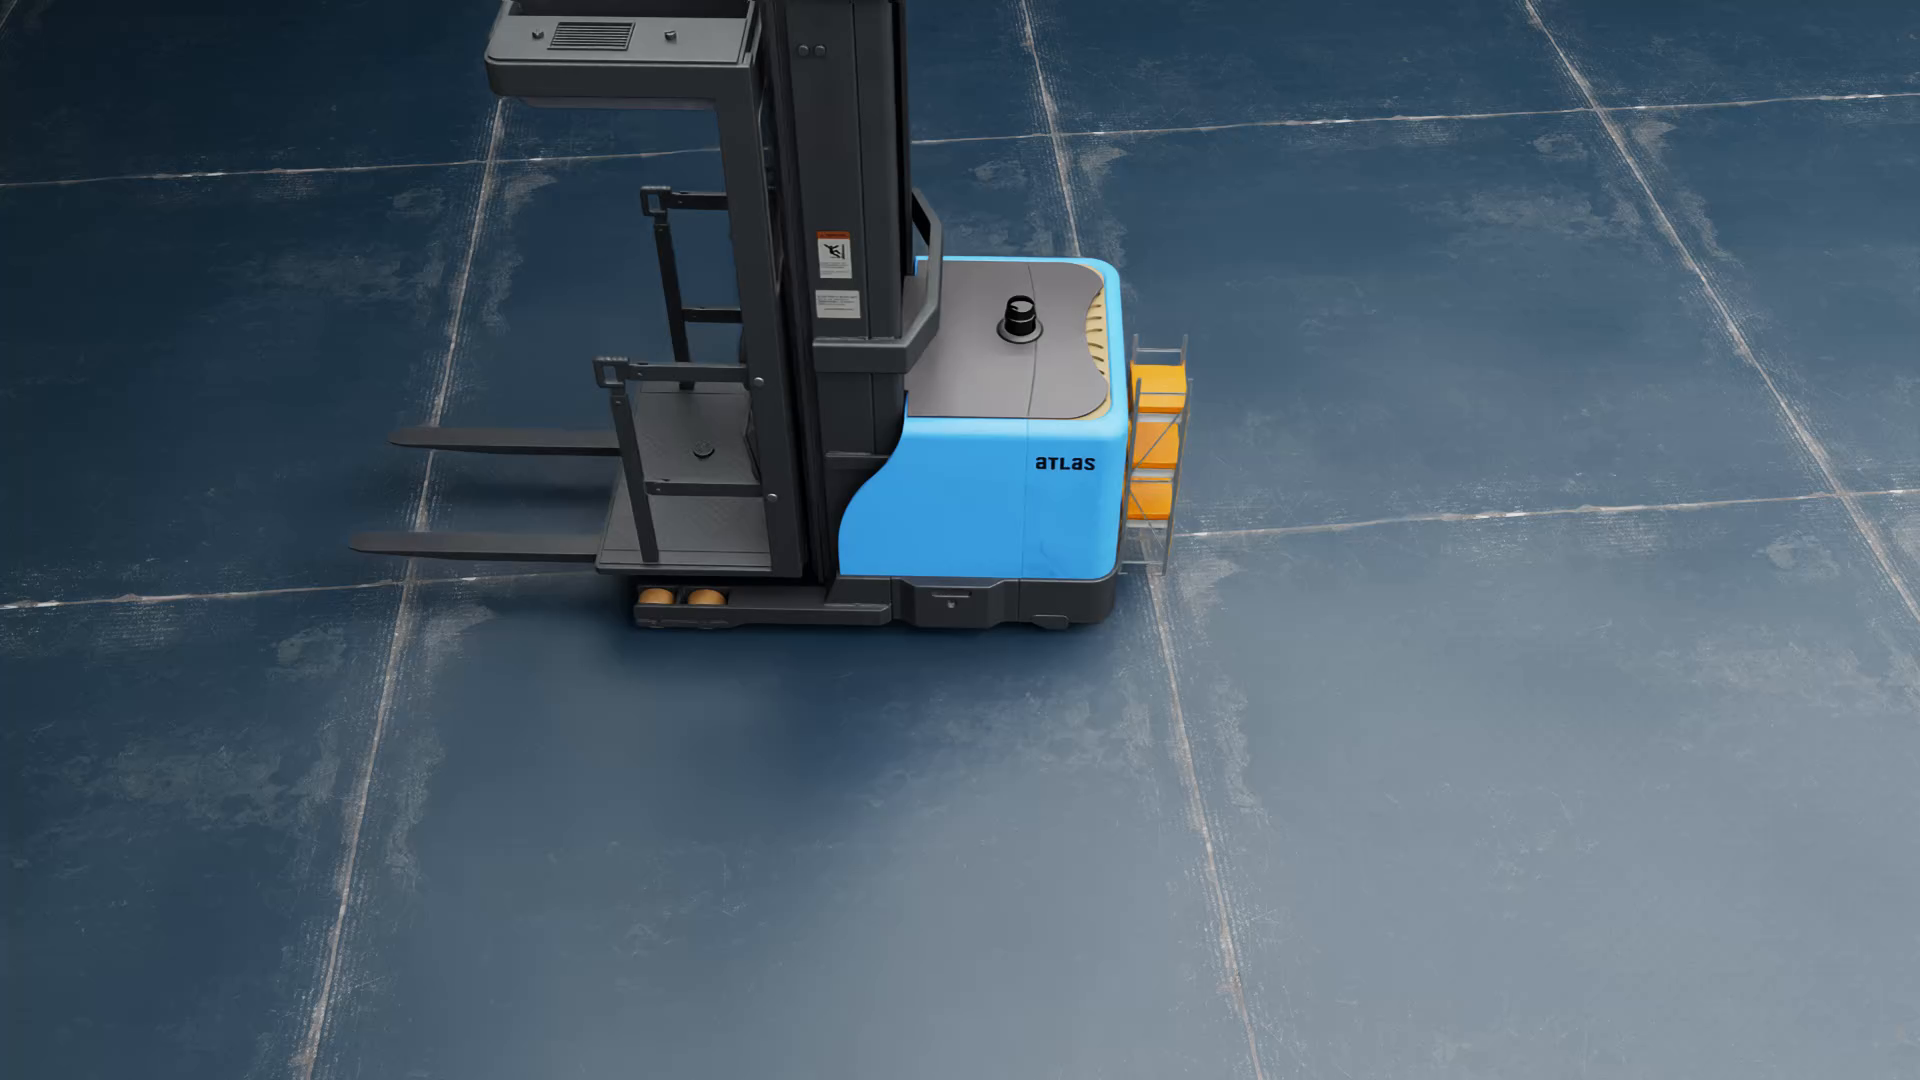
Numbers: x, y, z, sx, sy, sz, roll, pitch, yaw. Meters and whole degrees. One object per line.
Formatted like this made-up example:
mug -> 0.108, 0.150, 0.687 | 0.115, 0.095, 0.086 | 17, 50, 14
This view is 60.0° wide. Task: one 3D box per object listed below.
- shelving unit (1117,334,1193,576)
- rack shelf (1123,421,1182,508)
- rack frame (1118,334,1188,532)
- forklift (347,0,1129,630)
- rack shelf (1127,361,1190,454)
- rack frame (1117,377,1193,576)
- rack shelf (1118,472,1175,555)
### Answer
shelving unit -> 0.740, -0.309, 6.456 | 0.215, 1.050, 0.252 | 1, 47, 1
rack shelf -> 0.740, -0.302, 6.464 | 0.215, 0.259, 0.240 | 1, 47, 1
rack frame -> 0.743, -0.398, 6.540 | 0.200, 1.050, 0.008 | 1, 47, 1
forklift -> -0.896, -1.041, 5.854 | 3.031, 2.935, 1.130 | 1, 47, 1
rack shelf -> 0.741, -0.497, 6.258 | 0.215, 0.259, 0.240 | 1, 47, 1
rack frame -> 0.737, -0.221, 6.372 | 0.200, 1.050, 0.008 | 1, 47, 1
rack shelf -> 0.740, -0.111, 6.666 | 0.215, 0.259, 0.240 | 1, 47, 1
